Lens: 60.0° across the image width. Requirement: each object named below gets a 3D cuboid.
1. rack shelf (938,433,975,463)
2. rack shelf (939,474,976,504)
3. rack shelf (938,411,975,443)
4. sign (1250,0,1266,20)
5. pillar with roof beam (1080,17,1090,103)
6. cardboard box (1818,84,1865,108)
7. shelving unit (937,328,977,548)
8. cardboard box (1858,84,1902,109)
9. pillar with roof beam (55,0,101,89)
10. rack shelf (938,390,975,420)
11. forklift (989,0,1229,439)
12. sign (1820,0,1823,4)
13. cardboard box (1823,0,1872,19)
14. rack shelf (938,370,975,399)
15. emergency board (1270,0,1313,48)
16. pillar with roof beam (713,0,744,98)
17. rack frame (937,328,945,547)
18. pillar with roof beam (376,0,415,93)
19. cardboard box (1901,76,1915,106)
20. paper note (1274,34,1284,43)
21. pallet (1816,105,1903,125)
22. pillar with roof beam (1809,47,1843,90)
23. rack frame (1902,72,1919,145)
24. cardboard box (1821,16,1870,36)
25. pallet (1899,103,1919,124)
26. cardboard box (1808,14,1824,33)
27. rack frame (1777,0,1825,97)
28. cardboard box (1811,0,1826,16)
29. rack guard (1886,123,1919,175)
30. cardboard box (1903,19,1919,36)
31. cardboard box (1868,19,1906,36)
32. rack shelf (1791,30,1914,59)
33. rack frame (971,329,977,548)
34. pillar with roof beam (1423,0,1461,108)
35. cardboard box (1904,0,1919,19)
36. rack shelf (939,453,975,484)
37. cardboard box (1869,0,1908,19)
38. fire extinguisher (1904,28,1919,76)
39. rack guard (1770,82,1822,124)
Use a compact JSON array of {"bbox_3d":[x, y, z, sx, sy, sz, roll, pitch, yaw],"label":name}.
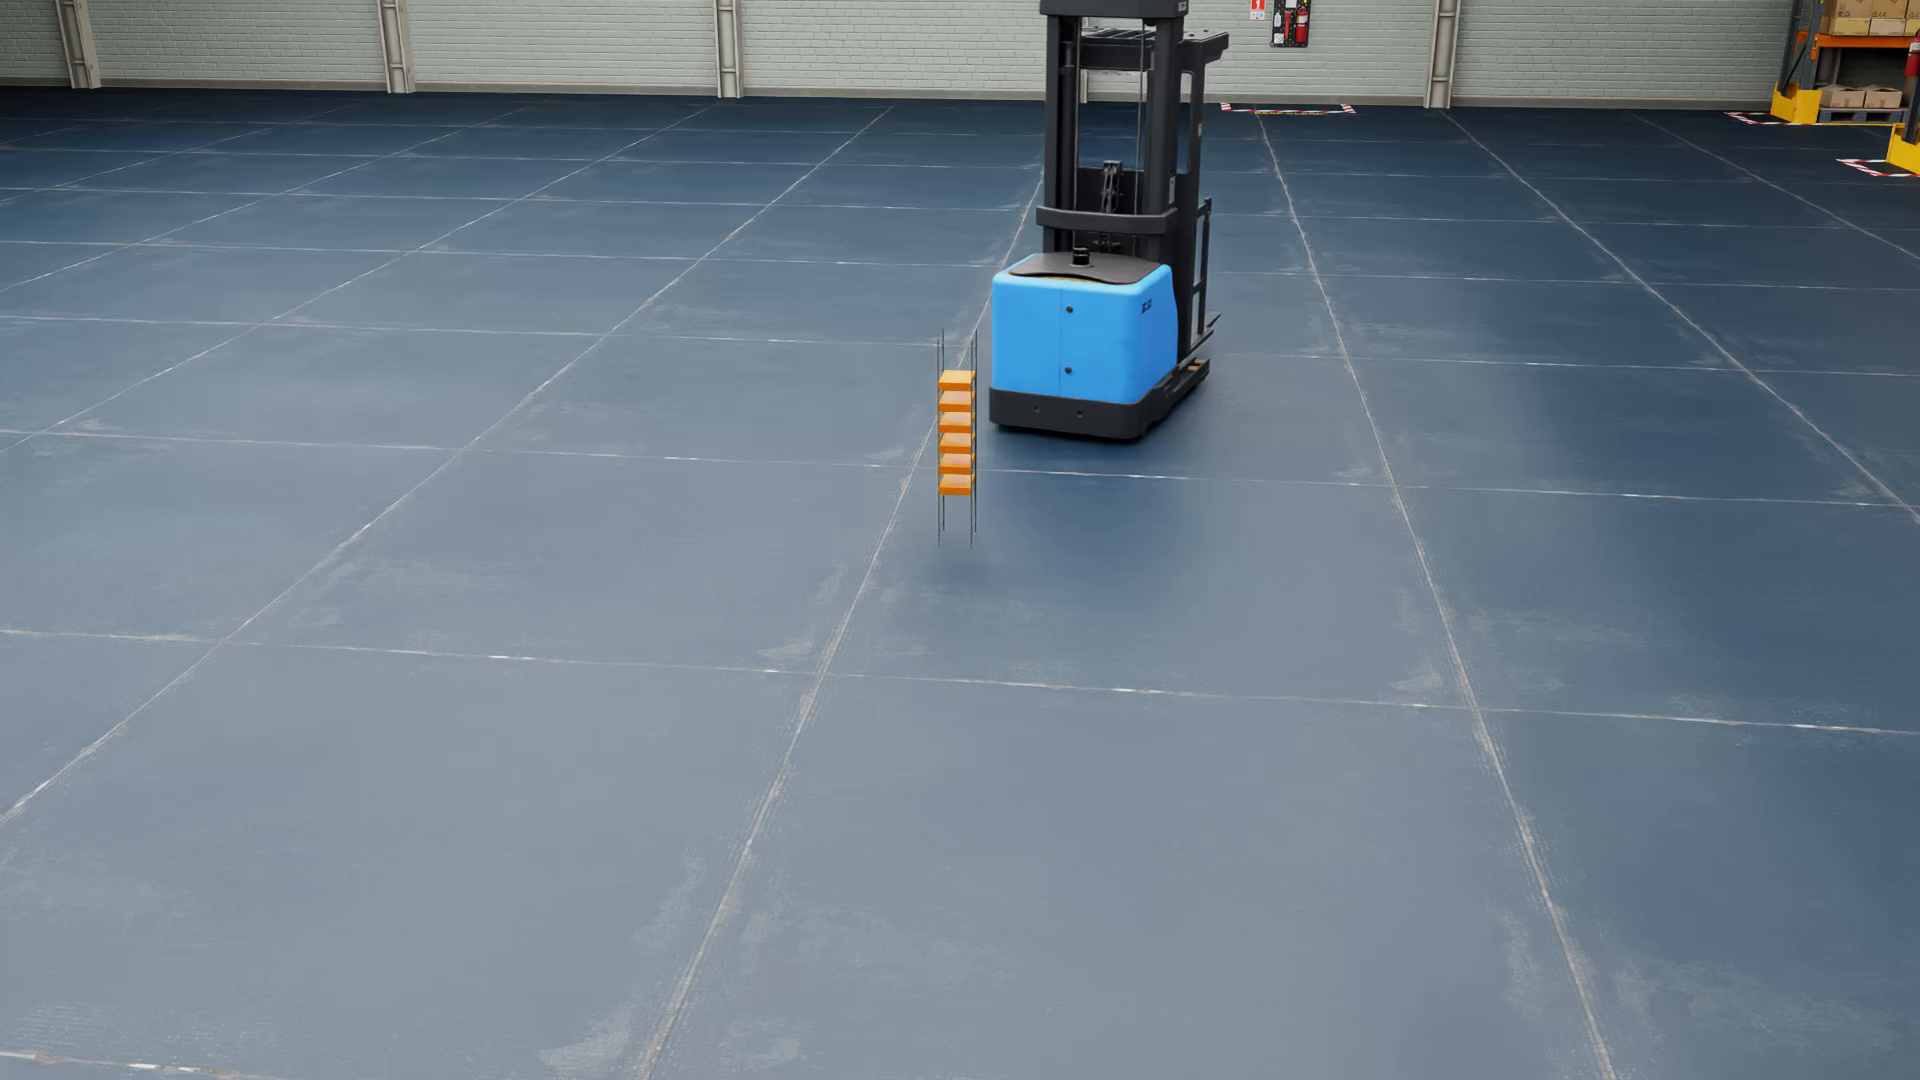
[{"bbox_3d":[-0.014,-0.517,9.237,0.180,0.103,0.258,2,22,6],"label":"rack shelf"},{"bbox_3d":[-0.014,-0.294,9.325,0.180,0.103,0.258,2,22,6],"label":"rack shelf"},{"bbox_3d":[-0.014,-0.629,9.193,0.180,0.103,0.258,2,22,6],"label":"rack shelf"},{"bbox_3d":[4.940,-8.803,27.577,0.234,0.329,0.001,2,22,6],"label":"sign"},{"bbox_3d":[1.461,-10.081,22.700,0.400,9.000,9.100,2,22,6],"label":"pillar with roof beam"},{"bbox_3d":[13.764,-6.950,25.998,0.500,0.311,0.500,0,22,0],"label":"cardboard box"},{"bbox_3d":[-0.014,-0.559,9.221,0.189,1.200,0.258,2,22,6],"label":"shelving unit"},{"bbox_3d":[14.330,-6.925,25.936,0.500,0.311,0.500,4,22,11],"label":"cardboard box"},{"bbox_3d":[-16.413,-10.860,24.670,0.400,9.000,9.100,2,22,6],"label":"pillar with roof beam"},{"bbox_3d":[-0.014,-0.740,9.149,0.180,0.103,0.258,2,22,6],"label":"rack shelf"},{"bbox_3d":[1.225,-2.534,11.864,1.130,2.935,3.031,9,23,21],"label":"forklift"},{"bbox_3d":[13.024,-8.263,25.083,0.005,0.325,0.100,2,22,6],"label":"sign"},{"bbox_3d":[13.526,-8.216,25.300,0.500,0.500,0.500,3,22,6],"label":"cardboard box"},{"bbox_3d":[-0.014,-0.852,9.105,0.180,0.103,0.258,2,22,6],"label":"rack shelf"},{"bbox_3d":[5.477,-8.725,27.428,0.643,1.169,0.194,2,22,6],"label":"emergency board"},{"bbox_3d":[-4.497,-10.341,23.357,0.400,9.000,9.100,2,22,6],"label":"pillar with roof beam"},{"bbox_3d":[-0.105,-0.563,9.231,0.006,1.200,0.240,2,22,6],"label":"rack frame"},{"bbox_3d":[-10.455,-10.601,24.014,0.400,9.000,9.100,2,22,6],"label":"pillar with roof beam"},{"bbox_3d":[15.053,-6.963,25.774,0.500,0.500,0.700,1,22,3],"label":"cardboard box"},{"bbox_3d":[5.309,-8.348,27.673,0.142,0.148,0.016,2,22,6],"label":"paper note"},{"bbox_3d":[13.966,-6.710,26.126,1.213,0.211,1.003,2,22,6],"label":"pallet"},{"bbox_3d":[13.378,-9.562,21.387,0.400,9.000,9.100,2,22,6],"label":"pillar with roof beam"},{"bbox_3d":[12.508,-6.250,21.168,0.127,3.000,1.000,2,22,6],"label":"rack frame"},{"bbox_3d":[13.535,-7.861,25.421,0.500,0.250,0.500,2,22,5],"label":"cardboard box"},{"bbox_3d":[15.174,-6.657,25.990,1.213,0.211,1.003,2,22,6],"label":"pallet"},{"bbox_3d":[13.575,-8.049,25.895,0.500,0.250,0.500,3,22,7],"label":"cardboard box"},{"bbox_3d":[13.088,-8.059,25.743,0.127,3.000,1.000,2,22,6],"label":"rack frame"},{"bbox_3d":[13.581,-8.404,25.774,0.500,0.500,0.500,2,22,6],"label":"cardboard box"},{"bbox_3d":[12.485,-5.088,21.630,0.348,0.500,1.175,2,22,6],"label":"rack guard"},{"bbox_3d":[14.557,-7.820,25.316,0.500,0.250,0.500,2,22,5],"label":"cardboard box"},{"bbox_3d":[14.052,-7.844,25.377,0.500,0.250,0.500,2,22,5],"label":"cardboard box"},{"bbox_3d":[15.074,-7.637,25.657,4.000,0.370,1.077,2,22,6],"label":"rack shelf"},{"bbox_3d":[0.076,-0.555,9.211,0.006,1.200,0.240,2,22,6],"label":"rack frame"},{"bbox_3d":[7.420,-9.822,22.044,0.400,9.000,9.100,2,22,6],"label":"pillar with roof beam"},{"bbox_3d":[14.528,-8.167,25.174,0.500,0.500,0.500,2,22,5],"label":"cardboard box"},{"bbox_3d":[-0.014,-0.406,9.281,0.180,0.103,0.258,2,22,6],"label":"rack shelf"},{"bbox_3d":[14.016,-8.191,25.236,0.500,0.500,0.500,3,22,6],"label":"cardboard box"},{"bbox_3d":[12.446,-6.388,21.624,0.183,0.674,0.296,2,22,6],"label":"fire extinguisher"},{"bbox_3d":[13.163,-6.893,26.195,0.348,0.500,1.175,2,22,6],"label":"rack guard"}]
